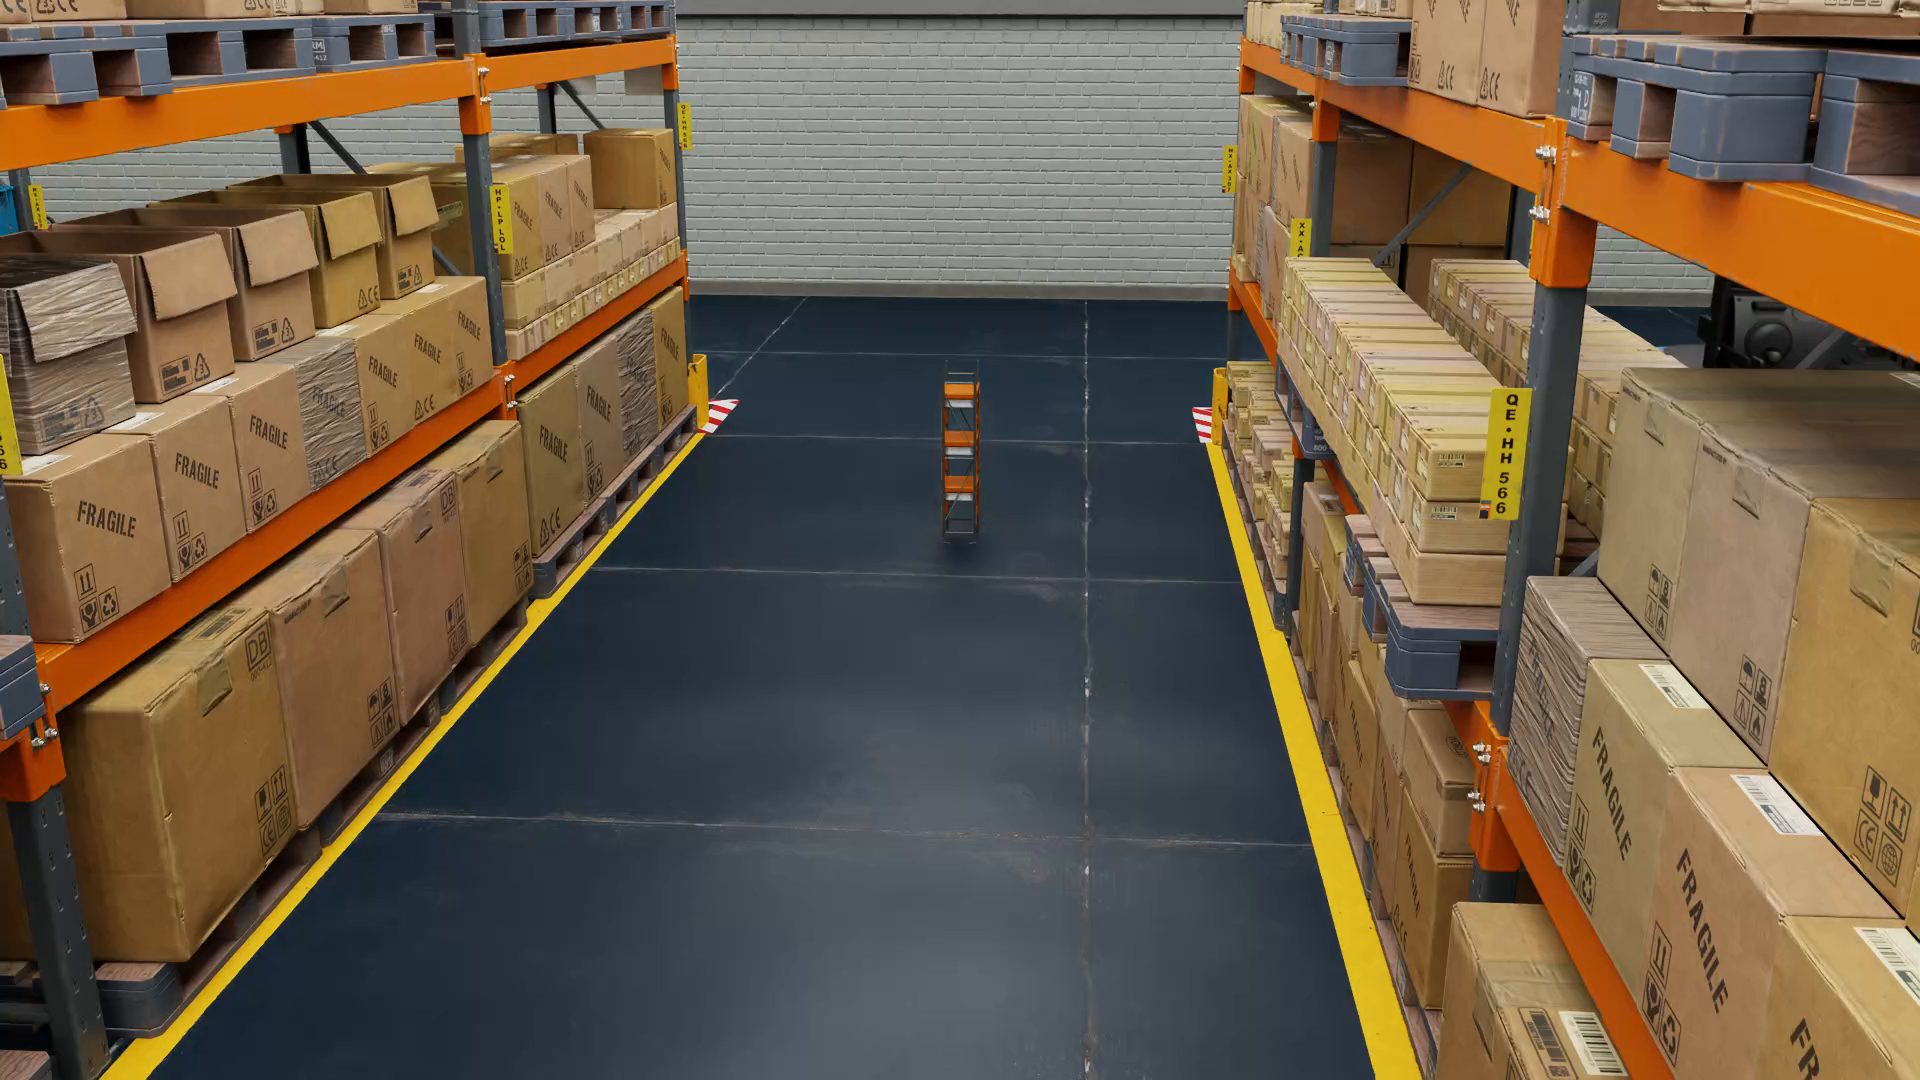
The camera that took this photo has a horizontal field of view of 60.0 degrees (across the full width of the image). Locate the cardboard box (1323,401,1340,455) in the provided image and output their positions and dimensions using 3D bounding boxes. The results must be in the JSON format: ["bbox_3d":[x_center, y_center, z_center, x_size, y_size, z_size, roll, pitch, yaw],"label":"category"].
[{"bbox_3d":[1.547,-0.410,6.085,0.380,0.149,0.250,0,18,1],"label":"cardboard box"}]

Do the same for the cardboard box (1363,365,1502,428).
[{"bbox_3d":[1.489,-0.451,5.255,0.380,0.149,0.250,2,18,6],"label":"cardboard box"}]

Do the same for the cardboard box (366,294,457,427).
[{"bbox_3d":[-2.600,-0.810,7.418,0.500,0.500,0.500,2,18,6],"label":"cardboard box"}]

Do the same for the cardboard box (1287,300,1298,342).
[{"bbox_3d":[1.640,-0.954,7.270,0.380,0.149,0.250,1,18,3],"label":"cardboard box"}]

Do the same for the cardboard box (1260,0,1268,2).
[{"bbox_3d":[2.055,-3.310,9.829,0.500,0.250,0.500,1,18,5],"label":"cardboard box"}]

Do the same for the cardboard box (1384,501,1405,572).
[{"bbox_3d":[1.453,-0.004,4.847,0.380,0.149,0.250,1,18,4],"label":"cardboard box"}]

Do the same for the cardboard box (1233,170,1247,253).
[{"bbox_3d":[2.122,-2.223,11.253,0.500,0.500,0.500,2,18,7],"label":"cardboard box"}]

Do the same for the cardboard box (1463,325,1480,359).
[{"bbox_3d":[2.258,-0.775,6.723,0.380,0.149,0.250,1,18,2],"label":"cardboard box"}]

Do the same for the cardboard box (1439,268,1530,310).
[{"bbox_3d":[2.291,-1.076,7.163,0.380,0.149,0.250,1,18,2],"label":"cardboard box"}]

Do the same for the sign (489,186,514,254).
[{"bbox_3d":[-2.255,-1.571,8.168,0.100,0.325,0.005,1,18,4],"label":"sign"}]

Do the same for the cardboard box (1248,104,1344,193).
[{"bbox_3d":[2.044,-2.380,10.126,0.500,0.500,0.500,1,18,3],"label":"cardboard box"}]

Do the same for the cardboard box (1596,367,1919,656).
[{"bbox_3d":[1.814,-0.067,3.543,0.700,0.500,0.500,1,18,4],"label":"cardboard box"}]

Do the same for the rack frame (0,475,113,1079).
[{"bbox_3d":[-3.084,0.175,4.573,1.000,3.000,0.127,1,18,4],"label":"rack frame"}]

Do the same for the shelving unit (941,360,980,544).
[{"bbox_3d":[0.004,-0.516,9.810,0.215,1.050,0.252,1,18,4],"label":"shelving unit"}]

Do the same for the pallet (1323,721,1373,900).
[{"bbox_3d":[2.004,1.021,6.467,1.003,0.211,1.213,1,18,4],"label":"pallet"}]

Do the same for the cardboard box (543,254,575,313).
[{"bbox_3d":[-2.461,-1.432,9.240,0.500,0.250,0.500,1,18,4],"label":"cardboard box"}]

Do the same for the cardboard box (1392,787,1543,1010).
[{"bbox_3d":[1.643,1.095,5.104,0.500,0.500,0.500,1,18,4],"label":"cardboard box"}]

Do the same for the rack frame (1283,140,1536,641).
[{"bbox_3d":[2.143,-0.926,7.930,1.000,3.000,0.127,1,18,4],"label":"rack frame"}]

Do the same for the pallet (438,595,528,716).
[{"bbox_3d":[-2.777,0.499,8.062,1.003,0.211,1.213,1,18,4],"label":"pallet"}]

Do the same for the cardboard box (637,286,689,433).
[{"bbox_3d":[-2.476,-1.299,11.809,0.875,0.875,0.875,1,18,4],"label":"cardboard box"}]

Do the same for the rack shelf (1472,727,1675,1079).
[{"bbox_3d":[1.713,1.280,2.355,1.077,0.370,4.000,1,18,4],"label":"rack shelf"}]

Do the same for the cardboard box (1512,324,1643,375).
[{"bbox_3d":[2.197,-0.671,5.927,0.380,0.149,0.250,1,18,3],"label":"cardboard box"}]

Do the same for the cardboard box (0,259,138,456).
[{"bbox_3d":[-3.015,-0.576,5.093,0.797,0.503,0.637,2,18,6],"label":"cardboard box"}]

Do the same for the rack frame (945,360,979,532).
[{"bbox_3d":[0.013,-0.553,9.926,0.200,1.050,0.008,1,18,4],"label":"rack frame"}]

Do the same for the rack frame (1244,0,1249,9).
[{"bbox_3d":[2.430,-5.019,10.788,1.000,3.000,0.127,1,18,4],"label":"rack frame"}]

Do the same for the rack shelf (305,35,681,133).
[{"bbox_3d":[-2.653,-2.772,9.905,1.077,0.370,4.000,1,18,4],"label":"rack shelf"}]

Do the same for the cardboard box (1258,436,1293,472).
[{"bbox_3d":[1.922,-0.492,9.556,0.380,0.149,0.250,0,18,1],"label":"cardboard box"}]

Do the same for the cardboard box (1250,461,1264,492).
[{"bbox_3d":[1.976,-0.376,10.158,0.380,0.149,0.250,1,18,4],"label":"cardboard box"}]

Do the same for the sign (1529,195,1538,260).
[{"bbox_3d":[2.697,-1.464,7.716,0.100,0.325,0.005,1,18,4],"label":"sign"}]

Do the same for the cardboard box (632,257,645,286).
[{"bbox_3d":[-2.279,-1.755,10.866,0.380,0.149,0.250,1,18,3],"label":"cardboard box"}]

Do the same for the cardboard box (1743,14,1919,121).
[{"bbox_3d":[2.163,-1.328,4.179,0.500,0.500,0.500,1,18,4],"label":"cardboard box"}]

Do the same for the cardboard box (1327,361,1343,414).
[{"bbox_3d":[1.546,-0.549,6.033,0.380,0.149,0.250,1,18,3],"label":"cardboard box"}]

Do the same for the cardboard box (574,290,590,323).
[{"bbox_3d":[-2.372,-1.357,9.651,0.380,0.149,0.250,1,18,3],"label":"cardboard box"}]

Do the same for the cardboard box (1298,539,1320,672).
[{"bbox_3d":[1.826,0.286,7.572,0.500,0.500,0.500,2,18,6],"label":"cardboard box"}]

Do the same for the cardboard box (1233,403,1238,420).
[{"bbox_3d":[2.060,-0.913,11.319,0.380,0.149,0.250,1,18,4],"label":"cardboard box"}]

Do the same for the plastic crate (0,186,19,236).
[{"bbox_3d":[-7.288,-2.358,12.148,0.616,0.435,0.499,1,18,4],"label":"plastic crate"}]

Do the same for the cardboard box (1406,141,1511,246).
[{"bbox_3d":[2.419,-1.724,8.124,0.500,0.500,0.500,2,18,5],"label":"cardboard box"}]

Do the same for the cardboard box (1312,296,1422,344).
[{"bbox_3d":[1.583,-0.853,6.483,0.380,0.149,0.250,1,18,3],"label":"cardboard box"}]

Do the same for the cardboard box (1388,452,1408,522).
[{"bbox_3d":[1.455,-0.151,4.819,0.380,0.149,0.250,2,18,6],"label":"cardboard box"}]

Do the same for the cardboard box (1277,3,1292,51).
[{"bbox_3d":[1.992,-2.751,8.924,0.500,0.250,0.500,1,18,3],"label":"cardboard box"}]

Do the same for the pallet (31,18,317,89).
[{"bbox_3d":[-3.013,-1.710,5.809,1.003,0.211,1.213,2,18,6],"label":"pallet"}]

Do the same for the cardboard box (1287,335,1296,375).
[{"bbox_3d":[1.642,-0.807,7.299,0.380,0.149,0.250,2,18,5],"label":"cardboard box"}]

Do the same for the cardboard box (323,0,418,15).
[{"bbox_3d":[-2.828,-2.560,7.266,0.700,0.500,0.500,2,18,5],"label":"cardboard box"}]

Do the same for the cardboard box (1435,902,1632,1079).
[{"bbox_3d":[1.723,1.373,3.853,1.050,0.750,0.750,1,18,3],"label":"cardboard box"}]

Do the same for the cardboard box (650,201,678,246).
[{"bbox_3d":[-2.280,-2.224,11.655,0.500,0.250,0.500,1,18,3],"label":"cardboard box"}]

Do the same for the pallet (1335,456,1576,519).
[{"bbox_3d":[1.957,-0.208,6.048,1.003,0.211,1.213,1,18,4],"label":"pallet"}]

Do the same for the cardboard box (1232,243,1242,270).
[{"bbox_3d":[2.080,-1.955,11.476,0.380,0.149,0.250,1,18,3],"label":"cardboard box"}]

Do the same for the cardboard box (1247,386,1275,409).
[{"bbox_3d":[2.073,-0.898,10.794,0.380,0.149,0.250,0,18,1],"label":"cardboard box"}]

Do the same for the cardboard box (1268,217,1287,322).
[{"bbox_3d":[1.934,-1.432,8.838,0.500,0.500,0.500,1,18,2],"label":"cardboard box"}]

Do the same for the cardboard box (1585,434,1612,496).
[{"bbox_3d":[2.125,-0.218,5.021,0.380,0.149,0.250,1,18,2],"label":"cardboard box"}]

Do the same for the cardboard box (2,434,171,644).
[{"bbox_3d":[-2.777,-0.018,4.999,0.500,0.500,0.500,2,18,6],"label":"cardboard box"}]

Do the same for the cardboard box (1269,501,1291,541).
[{"bbox_3d":[1.856,-0.101,8.840,0.380,0.149,0.250,0,18,1],"label":"cardboard box"}]

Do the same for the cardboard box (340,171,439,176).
[{"bbox_3d":[-3.031,-1.643,8.678,0.500,0.500,0.500,2,18,5],"label":"cardboard box"}]

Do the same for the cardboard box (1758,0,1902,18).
[{"bbox_3d":[1.549,-0.909,2.468,0.500,0.250,0.500,2,18,5],"label":"cardboard box"}]

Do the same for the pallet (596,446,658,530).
[{"bbox_3d":[-2.579,-0.357,10.673,1.003,0.211,1.213,1,18,4],"label":"pallet"}]

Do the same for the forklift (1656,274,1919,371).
[{"bbox_3d":[4.512,-1.078,8.506,1.130,2.935,3.031,2,18,5],"label":"forklift"}]

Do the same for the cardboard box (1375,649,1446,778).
[{"bbox_3d":[1.669,0.573,5.491,0.500,0.250,0.500,2,18,5],"label":"cardboard box"}]
